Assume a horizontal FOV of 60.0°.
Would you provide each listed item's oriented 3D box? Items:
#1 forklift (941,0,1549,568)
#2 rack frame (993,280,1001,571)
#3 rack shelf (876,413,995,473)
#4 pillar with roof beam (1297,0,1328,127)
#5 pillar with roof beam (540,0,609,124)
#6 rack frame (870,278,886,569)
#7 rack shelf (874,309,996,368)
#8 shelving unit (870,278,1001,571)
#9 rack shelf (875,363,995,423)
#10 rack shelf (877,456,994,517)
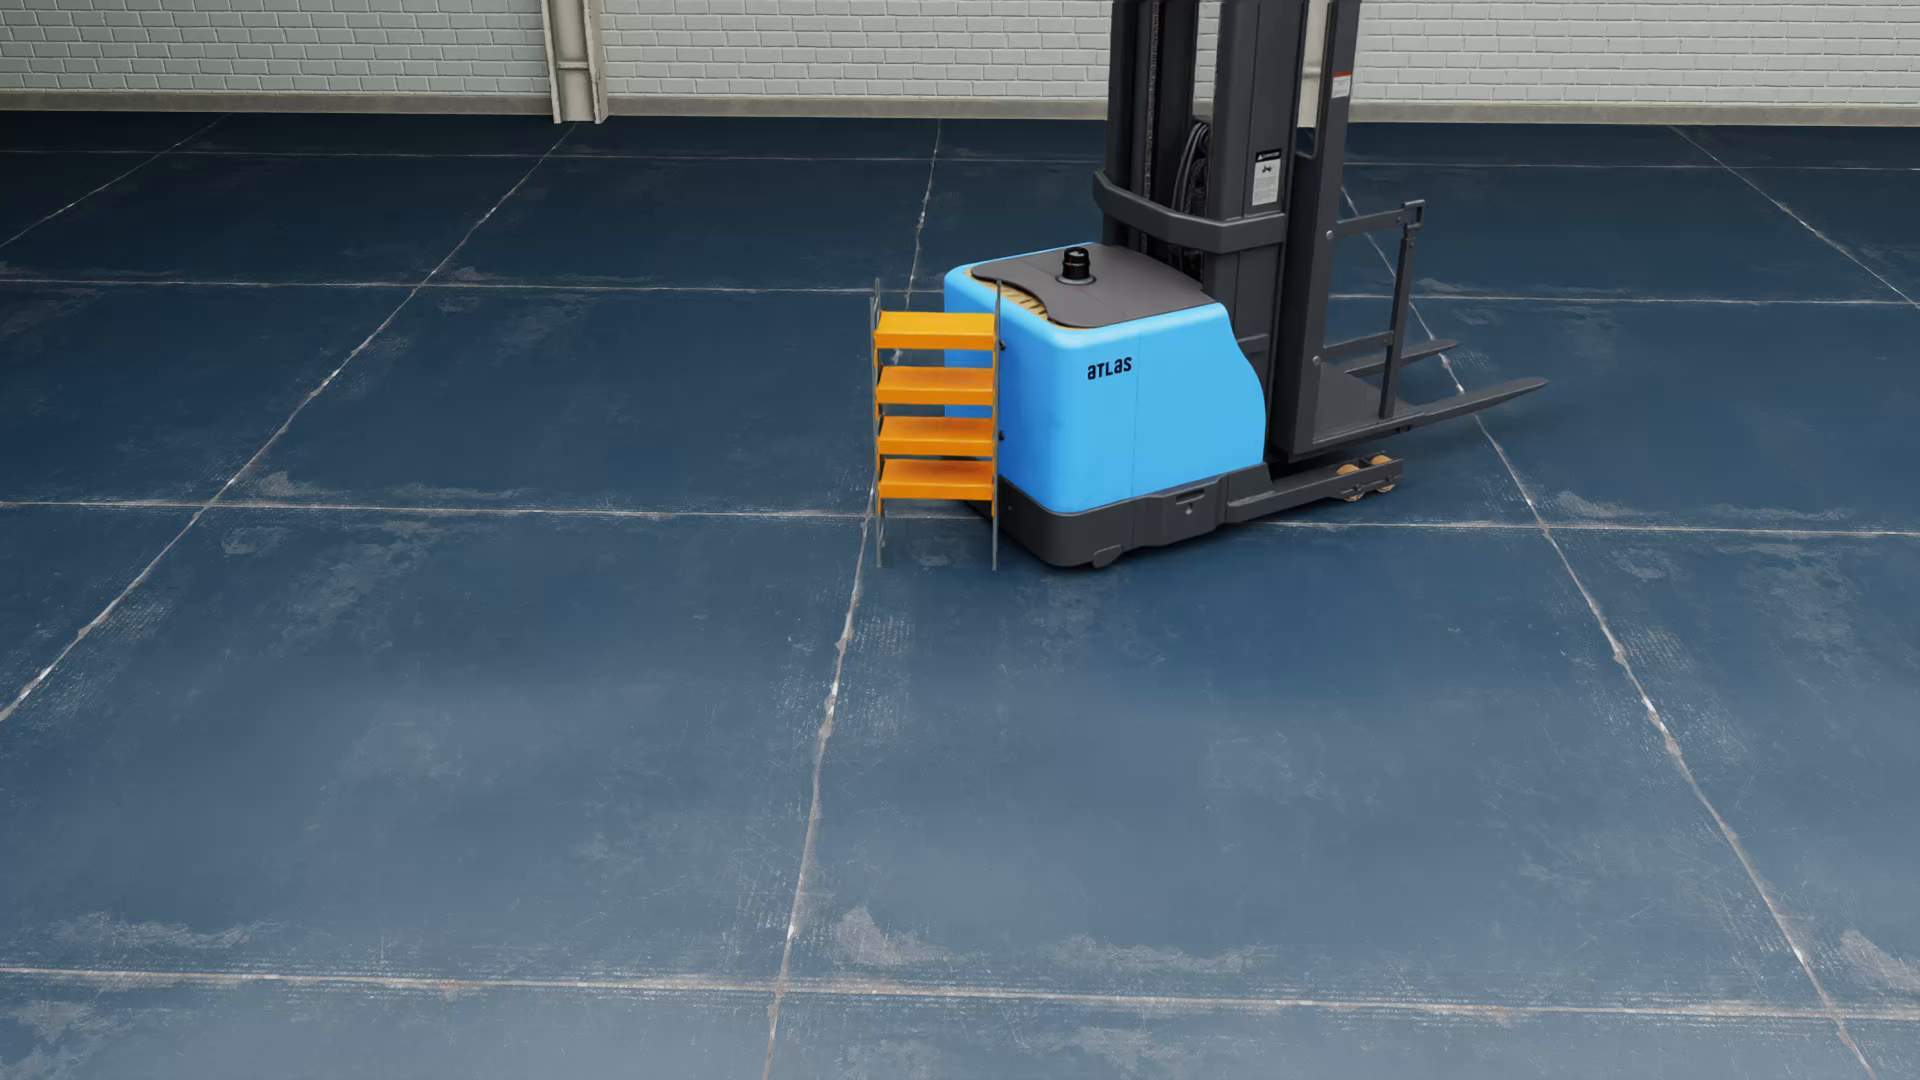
[{"bbox_3d":[1.451,-1.669,7.268,3.031,2.935,1.130,-15,31,-26],"label":"forklift"},{"bbox_3d":[0.151,-0.454,6.826,0.015,1.200,0.240,1,28,3],"label":"rack frame"},{"bbox_3d":[-0.093,-0.401,6.868,0.480,0.148,0.258,1,28,3],"label":"rack shelf"},{"bbox_3d":[2.686,-5.380,7.791,0.400,9.000,9.100,1,28,2],"label":"pillar with roof beam"},{"bbox_3d":[-3.311,-5.479,7.978,0.400,9.000,9.100,1,28,2],"label":"pillar with roof beam"},{"bbox_3d":[-0.337,-0.466,6.848,0.015,1.200,0.240,1,28,3],"label":"rack frame"},{"bbox_3d":[-0.093,-0.807,6.653,0.480,0.148,0.258,1,28,3],"label":"rack shelf"},{"bbox_3d":[-0.093,-0.460,6.837,0.503,1.200,0.258,1,28,3],"label":"shelving unit"},{"bbox_3d":[-0.093,-0.598,6.764,0.480,0.148,0.258,1,28,3],"label":"rack shelf"},{"bbox_3d":[-0.093,-0.225,6.961,0.480,0.148,0.258,1,28,3],"label":"rack shelf"}]
